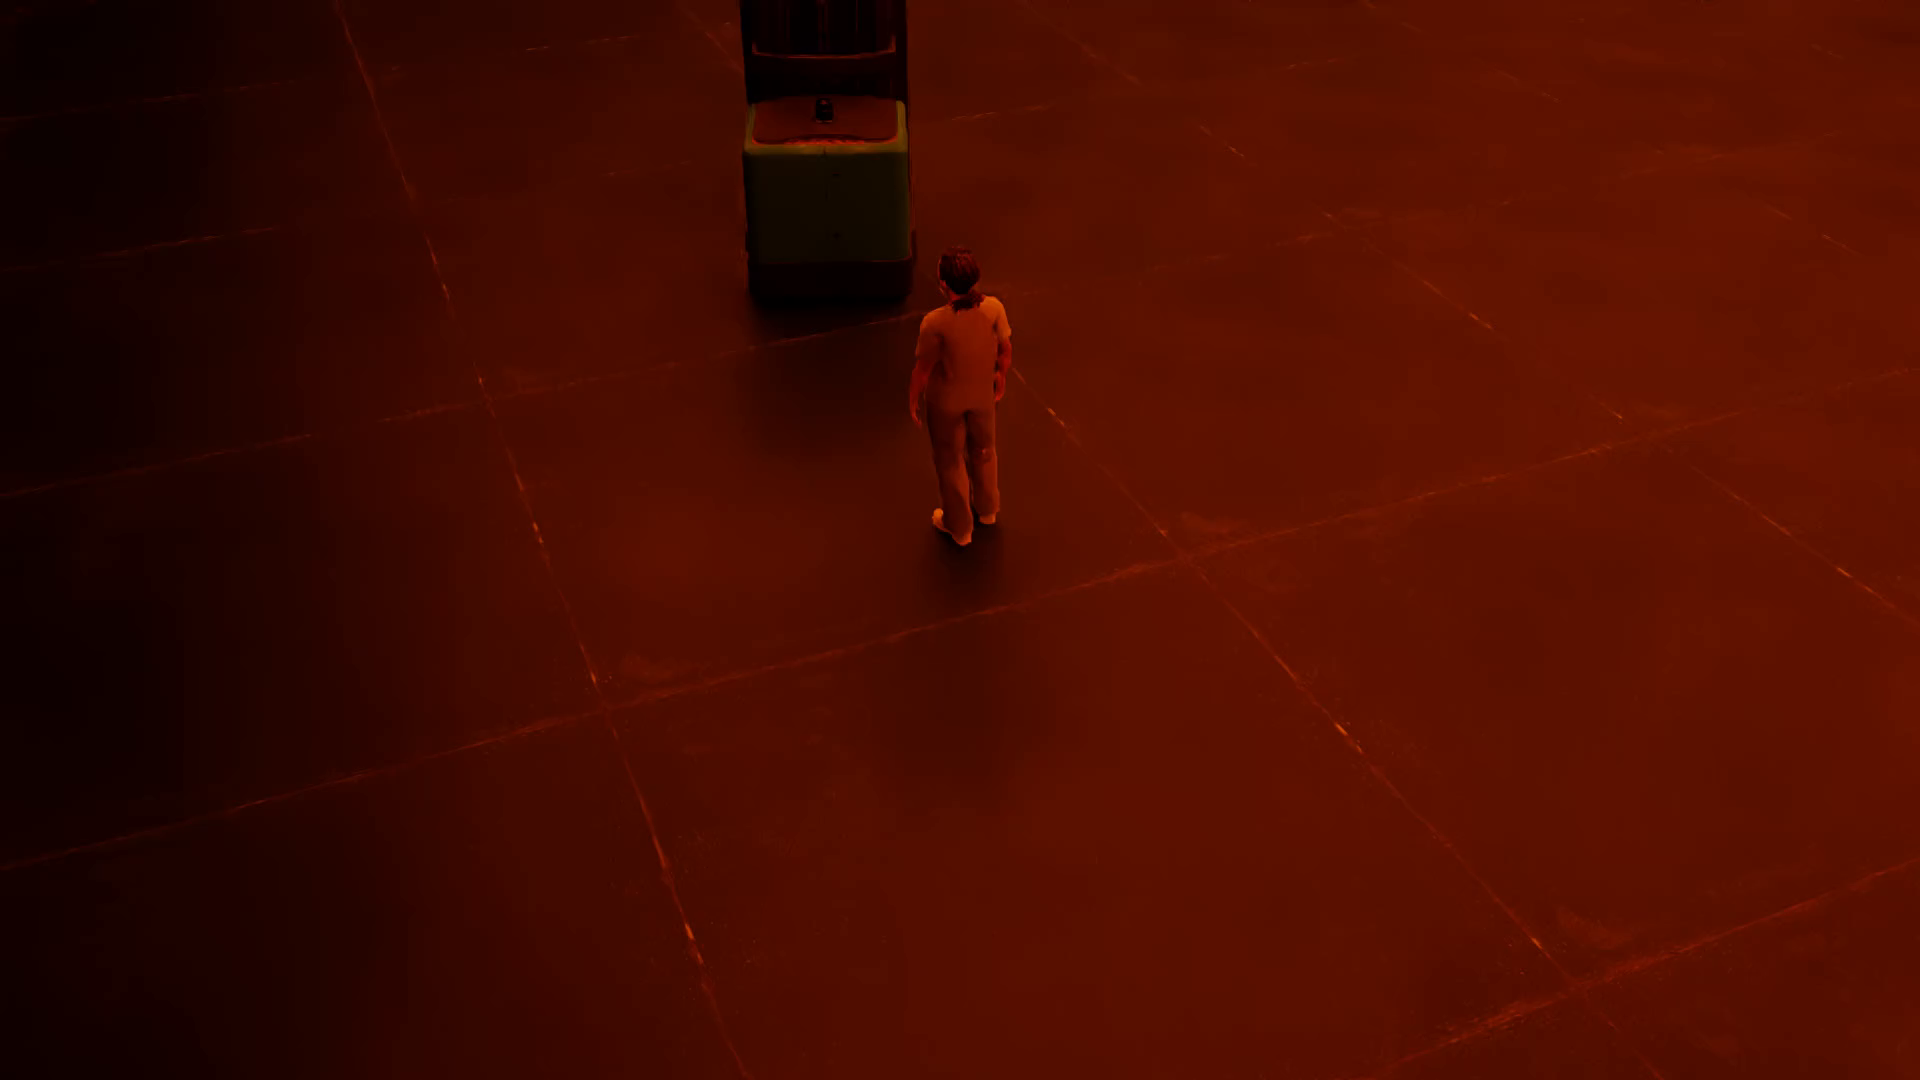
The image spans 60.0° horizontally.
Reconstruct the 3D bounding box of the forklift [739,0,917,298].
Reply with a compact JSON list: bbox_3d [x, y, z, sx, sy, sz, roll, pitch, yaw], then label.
[{"bbox_3d":[-0.908,-3.581,11.135,1.130,2.935,3.031,-2,35,-2],"label":"forklift"}]

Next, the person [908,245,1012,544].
[{"bbox_3d":[-0.017,-0.726,8.201,0.550,1.663,0.548,-14,38,-19],"label":"person"}]
